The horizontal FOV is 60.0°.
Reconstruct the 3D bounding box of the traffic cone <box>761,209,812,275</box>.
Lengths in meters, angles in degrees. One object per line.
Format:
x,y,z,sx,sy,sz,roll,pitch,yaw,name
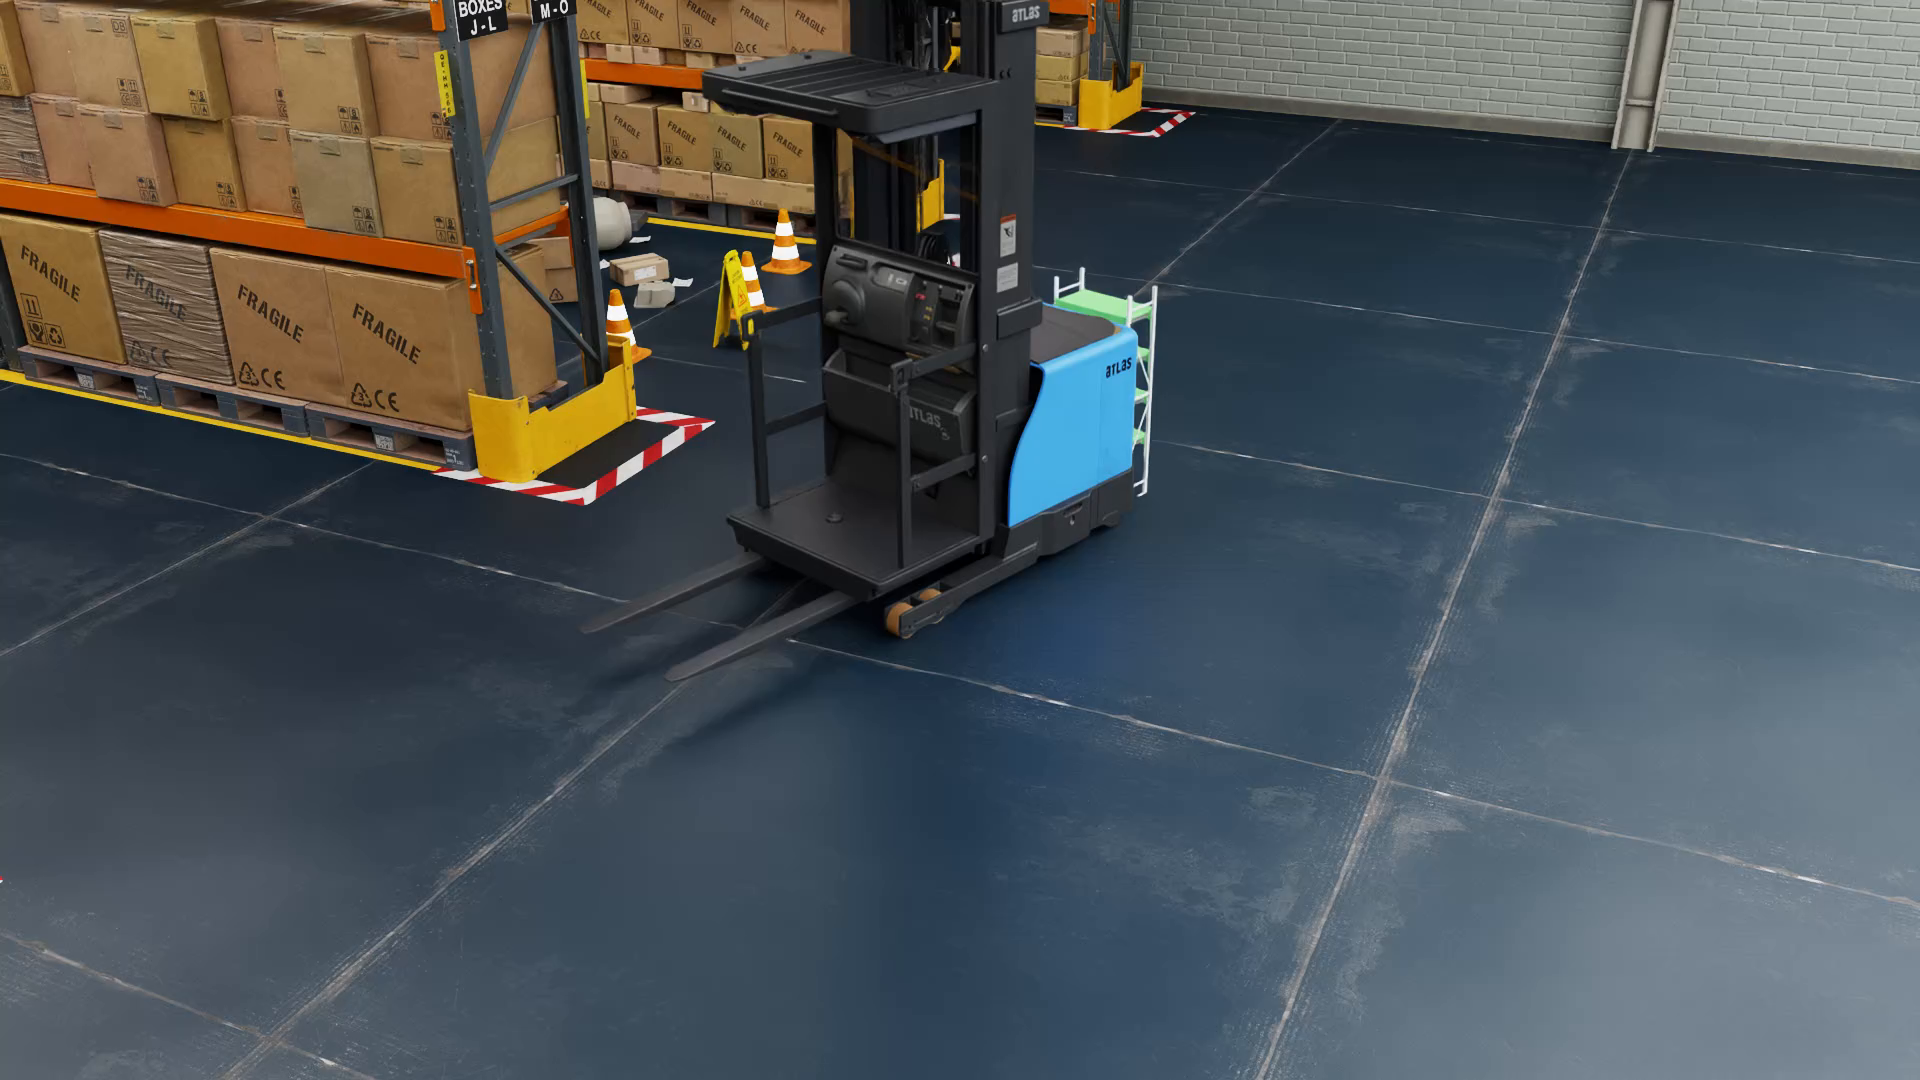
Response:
-1.368,-2.356,13.012,0.334,0.463,0.336,11,28,22,traffic cone

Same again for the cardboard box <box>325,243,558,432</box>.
-3.044,-1.258,9.840,0.875,0.875,0.875,12,28,22,cardboard box

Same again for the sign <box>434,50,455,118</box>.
-2.637,-2.336,8.520,0.005,0.325,0.100,11,28,22,sign

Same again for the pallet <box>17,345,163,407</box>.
-5.381,-1.236,11.021,1.213,0.211,1.003,11,28,22,pallet

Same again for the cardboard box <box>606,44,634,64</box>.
-2.769,-4.129,14.025,0.250,0.149,0.380,12,28,22,cardboard box

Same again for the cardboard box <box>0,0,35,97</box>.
-5.719,-3.128,10.314,0.550,0.550,0.875,11,28,22,cardboard box

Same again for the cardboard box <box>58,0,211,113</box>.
-4.736,-2.920,9.892,0.550,0.550,0.875,11,28,22,cardboard box

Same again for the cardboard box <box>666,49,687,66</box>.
-2.255,-4.092,13.949,0.250,0.149,0.380,11,28,22,cardboard box

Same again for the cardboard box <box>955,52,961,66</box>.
0.105,-5.256,18.100,0.500,0.250,0.500,11,28,21,cardboard box

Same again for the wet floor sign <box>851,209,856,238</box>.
-0.713,-2.413,12.921,0.232,0.644,0.267,23,35,39,wet floor sign

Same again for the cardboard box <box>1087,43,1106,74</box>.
1.267,-5.280,18.149,0.500,0.250,0.500,12,29,23,cardboard box

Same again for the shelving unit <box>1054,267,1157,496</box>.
0.772,-0.832,9.081,0.503,1.200,0.258,22,34,37,shelving unit

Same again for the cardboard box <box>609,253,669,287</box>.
-2.471,-2.083,12.812,0.380,0.149,0.250,-18,31,-31,cardboard box

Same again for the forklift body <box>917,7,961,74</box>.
-0.873,-5.164,16.803,1.214,2.155,2.313,11,28,22,forklift body

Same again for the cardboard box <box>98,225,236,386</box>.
-4.675,-1.586,10.505,0.875,0.875,0.875,12,28,22,cardboard box

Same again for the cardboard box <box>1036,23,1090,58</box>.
1.060,-5.293,17.611,0.500,0.250,0.500,12,29,24,cardboard box

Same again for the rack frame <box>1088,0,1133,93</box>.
1.609,-5.931,17.401,0.127,3.000,1.000,11,28,22,rack frame

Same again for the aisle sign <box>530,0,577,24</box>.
-2.211,-3.200,8.910,0.004,0.787,0.394,11,28,22,aisle sign

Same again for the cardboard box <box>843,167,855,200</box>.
-1.063,-3.148,14.386,0.500,0.250,0.500,11,28,21,cardboard box

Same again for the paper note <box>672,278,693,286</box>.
-2.127,-1.975,12.727,0.142,0.019,0.148,2,26,4,paper note

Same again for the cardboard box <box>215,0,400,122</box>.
-3.714,-2.782,9.611,0.550,0.550,0.875,11,28,22,cardboard box

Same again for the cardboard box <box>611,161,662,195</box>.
-2.684,-3.215,14.522,0.500,0.250,0.500,11,28,21,cardboard box

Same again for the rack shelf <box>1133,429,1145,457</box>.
0.773,-0.560,9.216,0.480,0.148,0.258,22,34,37,rack shelf

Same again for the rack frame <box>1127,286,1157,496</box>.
0.953,-0.760,8.934,0.015,1.200,0.240,22,34,37,rack frame

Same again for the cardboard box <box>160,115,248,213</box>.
-4.223,-2.368,9.993,0.500,0.550,0.875,11,28,22,cardboard box

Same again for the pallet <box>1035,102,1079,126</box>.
0.895,-4.803,18.267,1.213,0.211,1.003,11,28,22,pallet

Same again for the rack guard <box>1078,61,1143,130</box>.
1.630,-4.805,17.944,0.348,0.500,1.175,11,28,22,rack guard

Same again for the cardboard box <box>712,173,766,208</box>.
-1.758,-3.027,14.140,0.500,0.250,0.500,11,28,22,cardboard box

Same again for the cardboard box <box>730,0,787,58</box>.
-1.505,-4.195,13.424,0.500,0.500,0.500,11,28,22,cardboard box

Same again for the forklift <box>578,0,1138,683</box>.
-0.439,-1.105,7.677,1.130,2.935,3.031,22,34,38,forklift

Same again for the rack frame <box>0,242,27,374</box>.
-6.041,-2.657,10.751,0.127,3.000,1.000,11,28,22,rack frame

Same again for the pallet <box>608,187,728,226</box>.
-2.343,-3.084,14.775,1.213,0.211,1.003,11,28,22,pallet

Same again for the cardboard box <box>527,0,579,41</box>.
-3.332,-4.569,14.185,0.500,0.500,0.500,11,28,22,cardboard box

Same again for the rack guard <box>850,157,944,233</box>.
-0.512,-2.827,13.926,0.348,0.500,1.175,11,28,22,rack guard

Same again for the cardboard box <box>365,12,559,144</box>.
-2.722,-2.561,9.164,0.550,0.550,0.875,11,28,22,cardboard box

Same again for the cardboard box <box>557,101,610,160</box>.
-3.166,-3.648,14.552,0.500,0.500,0.500,13,29,24,cardboard box

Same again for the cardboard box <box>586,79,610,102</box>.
-3.101,-3.892,14.313,0.250,0.149,0.380,13,29,24,cardboard box

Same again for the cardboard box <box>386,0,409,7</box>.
-4.899,-4.780,14.872,0.250,0.149,0.380,10,28,20,cardboard box

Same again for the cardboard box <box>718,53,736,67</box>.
-1.795,-4.000,13.763,0.250,0.149,0.380,12,29,23,cardboard box

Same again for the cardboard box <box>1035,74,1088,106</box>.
1.050,-4.845,17.832,0.500,0.250,0.500,12,28,22,cardboard box

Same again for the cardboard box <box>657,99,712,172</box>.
-2.213,-3.457,14.164,0.500,0.500,0.500,11,28,21,cardboard box

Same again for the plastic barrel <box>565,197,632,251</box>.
-2.950,-2.548,13.446,0.512,0.421,0.421,-12,29,-23,plastic barrel

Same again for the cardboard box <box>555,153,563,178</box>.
-3.659,-3.404,14.906,0.500,0.250,0.500,10,28,19,cardboard box

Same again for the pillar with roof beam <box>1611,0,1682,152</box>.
5.028,-6.284,11.327,0.400,9.000,9.100,11,28,22,pillar with roof beam

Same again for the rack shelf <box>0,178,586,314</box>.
-4.220,-1.969,10.167,4.000,0.370,1.077,11,28,22,rack shelf

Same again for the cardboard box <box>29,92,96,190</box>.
-5.190,-2.570,10.405,0.550,0.550,0.875,11,28,22,cardboard box

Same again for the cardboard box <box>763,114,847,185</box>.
-1.280,-3.268,13.779,0.500,0.500,0.500,12,28,22,cardboard box

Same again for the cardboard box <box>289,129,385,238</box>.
-3.266,-2.135,9.520,0.550,0.550,0.875,11,28,22,cardboard box

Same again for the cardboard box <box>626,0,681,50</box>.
-2.412,-4.388,13.817,0.500,0.500,0.500,12,29,22,cardboard box

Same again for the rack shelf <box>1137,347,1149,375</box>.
0.772,-0.990,9.003,0.480,0.148,0.258,22,34,37,rack shelf

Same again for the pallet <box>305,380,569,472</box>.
-3.160,-0.790,10.115,1.213,0.211,1.003,11,28,22,pallet

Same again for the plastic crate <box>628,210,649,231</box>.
-2.994,-2.739,14.224,0.583,0.080,0.402,2,26,4,plastic crate

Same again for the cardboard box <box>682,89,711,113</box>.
-2.109,-3.695,13.913,0.250,0.149,0.380,13,29,24,cardboard box

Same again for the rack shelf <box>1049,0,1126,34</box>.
-0.212,-5.974,18.303,4.000,0.370,1.077,11,28,22,rack shelf

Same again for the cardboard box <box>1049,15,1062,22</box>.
0.793,-5.588,18.210,0.500,0.250,0.500,11,28,22,cardboard box

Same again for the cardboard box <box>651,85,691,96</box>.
-2.506,-3.772,14.804,0.500,0.500,0.500,13,29,24,cardboard box

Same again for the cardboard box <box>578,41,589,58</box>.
-3.213,-4.246,14.262,0.250,0.149,0.380,12,29,23,cardboard box

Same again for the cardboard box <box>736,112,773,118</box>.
-1.642,-3.599,13.718,0.250,0.149,0.380,12,29,23,cardboard box
